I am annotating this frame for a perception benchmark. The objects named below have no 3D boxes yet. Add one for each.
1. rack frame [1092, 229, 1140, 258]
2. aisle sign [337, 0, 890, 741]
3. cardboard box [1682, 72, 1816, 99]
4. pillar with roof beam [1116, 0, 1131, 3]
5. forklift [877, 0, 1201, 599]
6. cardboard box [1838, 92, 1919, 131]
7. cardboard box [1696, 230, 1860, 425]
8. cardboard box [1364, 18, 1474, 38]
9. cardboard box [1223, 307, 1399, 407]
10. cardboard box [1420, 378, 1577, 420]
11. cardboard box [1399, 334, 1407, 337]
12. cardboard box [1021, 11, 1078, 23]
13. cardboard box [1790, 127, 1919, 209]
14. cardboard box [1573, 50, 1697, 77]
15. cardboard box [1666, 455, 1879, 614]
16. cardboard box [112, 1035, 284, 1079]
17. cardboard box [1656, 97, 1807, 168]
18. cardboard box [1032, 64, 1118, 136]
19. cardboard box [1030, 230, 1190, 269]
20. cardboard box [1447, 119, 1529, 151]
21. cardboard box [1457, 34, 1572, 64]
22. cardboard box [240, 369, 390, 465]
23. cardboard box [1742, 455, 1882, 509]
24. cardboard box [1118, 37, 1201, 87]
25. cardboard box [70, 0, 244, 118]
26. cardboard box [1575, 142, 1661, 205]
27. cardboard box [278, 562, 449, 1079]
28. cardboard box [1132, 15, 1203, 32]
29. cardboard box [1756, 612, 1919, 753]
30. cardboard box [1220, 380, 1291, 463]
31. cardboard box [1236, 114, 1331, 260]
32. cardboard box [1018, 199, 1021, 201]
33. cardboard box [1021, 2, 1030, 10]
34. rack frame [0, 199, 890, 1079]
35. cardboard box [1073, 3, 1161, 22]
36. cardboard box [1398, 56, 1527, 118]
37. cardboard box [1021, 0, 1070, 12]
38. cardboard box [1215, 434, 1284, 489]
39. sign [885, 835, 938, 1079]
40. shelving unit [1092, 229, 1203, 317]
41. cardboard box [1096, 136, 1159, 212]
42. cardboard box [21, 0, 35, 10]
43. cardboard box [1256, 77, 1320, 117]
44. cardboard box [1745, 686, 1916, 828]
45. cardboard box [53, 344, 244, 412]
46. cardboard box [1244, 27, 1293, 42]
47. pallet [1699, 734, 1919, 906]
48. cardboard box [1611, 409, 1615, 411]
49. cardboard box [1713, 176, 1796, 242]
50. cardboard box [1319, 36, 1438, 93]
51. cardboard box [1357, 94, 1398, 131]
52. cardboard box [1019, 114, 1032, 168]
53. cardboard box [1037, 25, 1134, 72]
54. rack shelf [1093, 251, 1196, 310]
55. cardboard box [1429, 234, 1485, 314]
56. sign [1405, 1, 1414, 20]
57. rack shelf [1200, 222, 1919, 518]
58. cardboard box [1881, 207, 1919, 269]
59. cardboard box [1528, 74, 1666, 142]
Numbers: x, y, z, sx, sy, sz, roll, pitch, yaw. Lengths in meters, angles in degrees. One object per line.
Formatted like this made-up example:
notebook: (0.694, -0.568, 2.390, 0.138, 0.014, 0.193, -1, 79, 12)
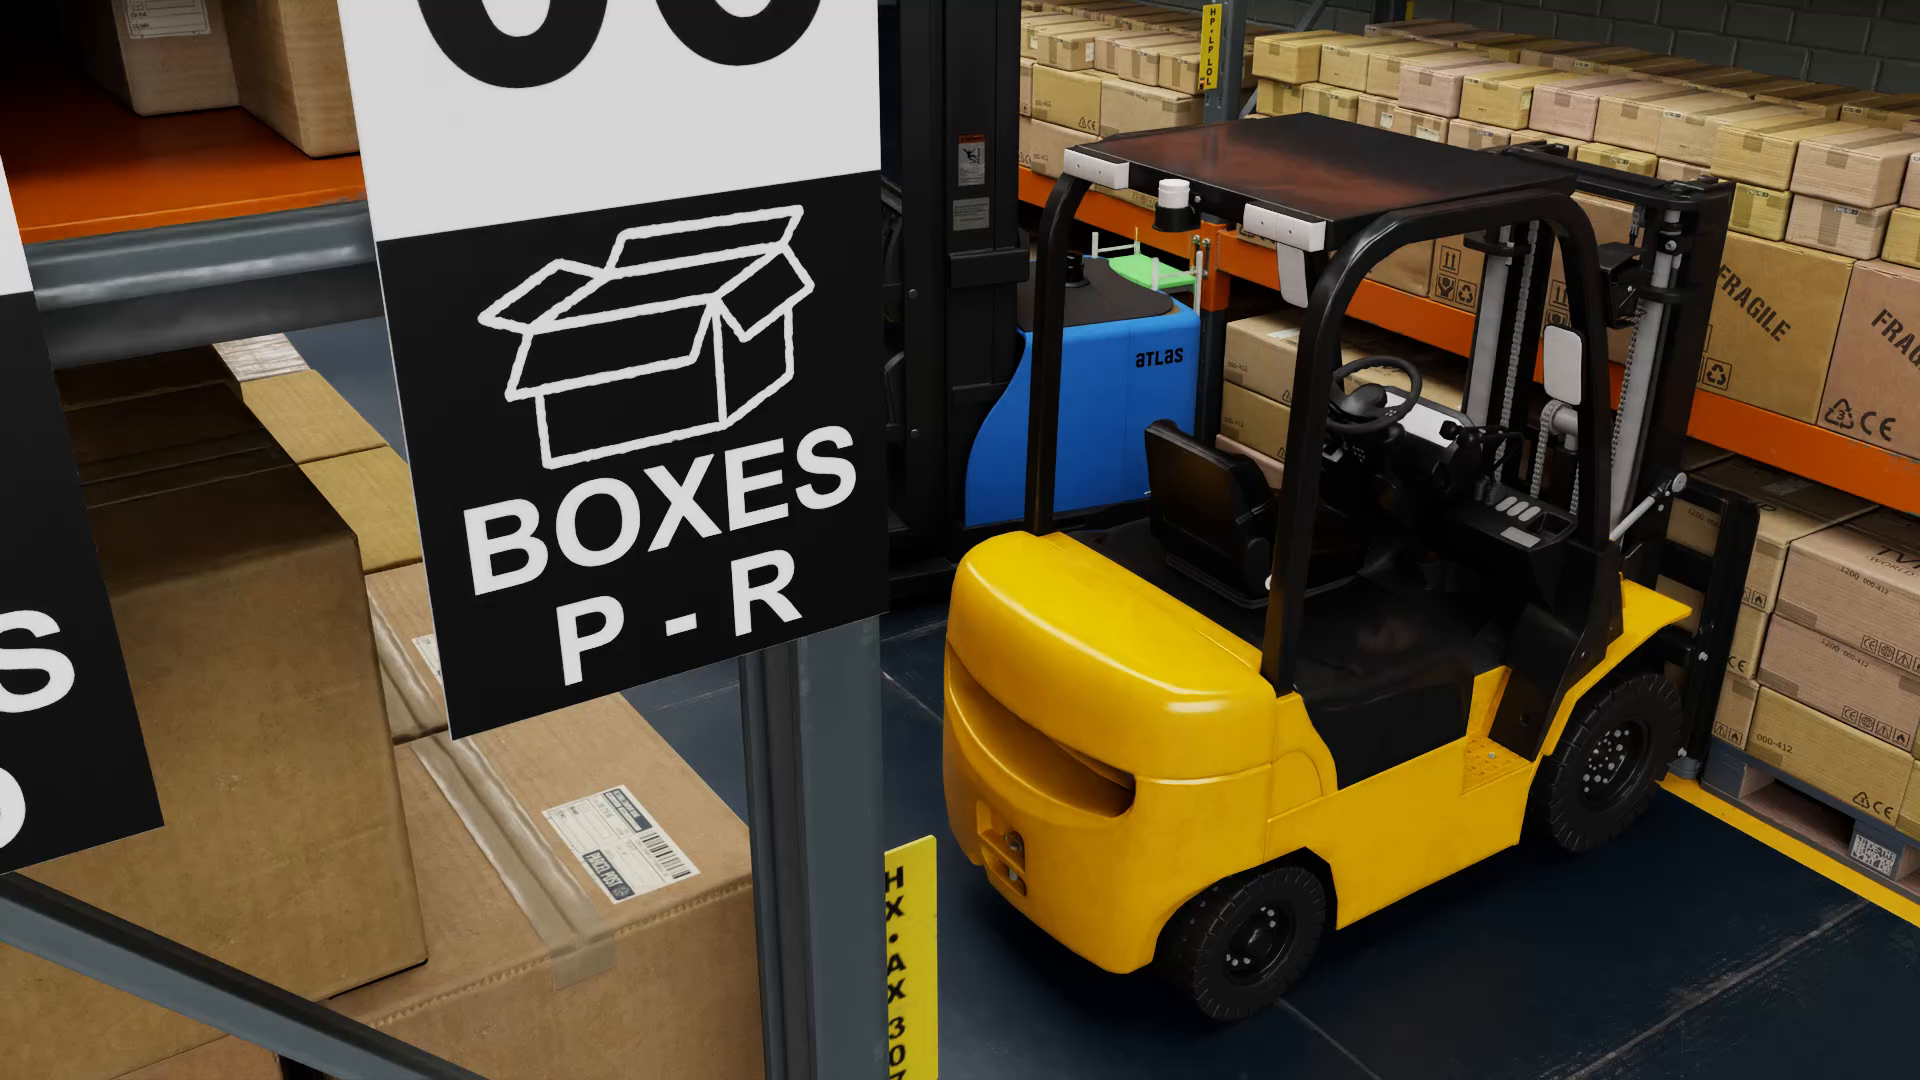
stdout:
rack frame: (0.697, -0.823, 7.585, 0.240, 1.200, 0.015, -12, 27, -24)
aisle sign: (-0.228, -0.247, 1.215, 0.394, 0.787, 0.004, -16, 29, -30)
cardboard box: (2.663, -1.476, 5.638, 0.380, 0.149, 0.250, -15, 29, -28)
pillar with roof beam: (-2.873, -4.494, 6.229, 9.100, 9.000, 0.400, -16, 29, -30)
forklift: (-0.584, -1.230, 6.422, 3.031, 2.935, 1.130, -9, 27, -19)
cardboard box: (3.012, -1.312, 5.291, 0.380, 0.149, 0.250, -16, 30, -31)
cardboard box: (2.591, -0.711, 5.124, 0.500, 0.500, 0.500, -16, 30, -31)
cardboard box: (1.879, -2.040, 6.831, 0.380, 0.149, 0.250, -15, 29, -29)
cardboard box: (1.452, -0.763, 6.910, 0.500, 0.250, 0.500, -16, 30, -30)
cardboard box: (2.004, -0.402, 6.146, 0.500, 0.250, 0.500, -14, 29, -28)
cardboard box: (1.882, -0.878, 7.154, 0.500, 0.250, 0.500, -15, 29, -29)
cardboard box: (0.356, -2.469, 8.090, 0.380, 0.149, 0.250, -15, 29, -29)
cardboard box: (2.628, -1.074, 4.785, 0.380, 0.149, 0.250, -15, 29, -28)
cardboard box: (2.450, -1.676, 6.062, 0.380, 0.149, 0.250, -16, 30, -30)
cardboard box: (2.555, -0.030, 5.357, 0.500, 0.250, 0.500, -15, 29, -29)
cardboard box: (-1.049, 0.669, 1.854, 0.500, 0.500, 0.500, -16, 30, -30)
cardboard box: (2.420, -1.279, 5.220, 0.380, 0.149, 0.250, -15, 29, -29)
cardboard box: (0.682, -2.067, 7.705, 0.500, 0.250, 0.500, -16, 30, -31)
cardboard box: (0.740, -1.190, 8.546, 0.875, 0.625, 0.625, -16, 30, -30)
cardboard box: (1.928, -1.395, 5.814, 0.380, 0.149, 0.250, -16, 30, -30)
cardboard box: (2.137, -1.849, 6.427, 0.380, 0.149, 0.250, -16, 30, -30)
cardboard box: (-1.397, 0.018, 3.232, 0.500, 0.500, 0.500, -16, 30, -31)
cardboard box: (2.991, -0.153, 5.619, 0.500, 0.250, 0.500, -16, 30, -30)
cardboard box: (0.923, -2.107, 7.323, 0.380, 0.149, 0.250, -16, 30, -30)
cardboard box: (-0.649, -0.532, 1.643, 0.380, 0.149, 0.250, -17, 30, -31)
cardboard box: (2.232, -1.216, 5.435, 0.380, 0.149, 0.250, -16, 30, -31)
cardboard box: (-0.834, 0.380, 2.465, 0.500, 0.500, 0.500, -15, 29, -28)
cardboard box: (1.044, -2.409, 7.962, 0.380, 0.149, 0.250, -16, 30, -30)
cardboard box: (2.842, 0.365, 5.107, 0.500, 0.250, 0.500, -16, 30, -30)
cardboard box: (1.457, -0.538, 7.019, 0.500, 0.250, 0.500, -16, 29, -30)
cardboard box: (1.475, -1.436, 6.661, 0.500, 0.500, 0.500, -16, 30, -31)
cardboard box: (-0.040, -1.699, 9.625, 0.875, 0.625, 0.625, -14, 29, -28)
cardboard box: (0.131, -2.667, 8.509, 0.380, 0.149, 0.250, -16, 29, -30)
rack frame: (-0.519, 0.978, 1.665, 0.949, 2.616, 0.053, -16, 29, -30)
cardboard box: (0.787, -2.593, 8.352, 0.380, 0.149, 0.250, -16, 30, -30)
cardboard box: (1.796, -1.623, 5.948, 0.380, 0.149, 0.250, -15, 29, -28)
cardboard box: (0.469, -2.766, 8.718, 0.380, 0.149, 0.250, -15, 29, -28)
cardboard box: (1.438, -0.307, 7.115, 0.500, 0.250, 0.500, -15, 29, -29)
sign: (-0.068, 0.461, 1.747, 0.100, 0.325, 0.005, -16, 29, -30)
shelving unit: (0.806, -0.733, 7.386, 0.258, 1.200, 0.503, -12, 27, -24)
cardboard box: (0.957, -1.662, 7.432, 0.500, 0.250, 0.500, -15, 29, -28)
cardboard box: (-1.069, -0.811, 2.235, 0.380, 0.149, 0.250, -17, 30, -31)
cardboard box: (1.405, -1.774, 6.616, 0.380, 0.149, 0.250, -16, 30, -30)
cardboard box: (2.850, 0.599, 5.196, 0.500, 0.250, 0.500, -16, 29, -30)
cardboard box: (-1.254, 0.032, 2.032, 0.700, 0.500, 0.500, -15, 29, -29)
cardboard box: (1.337, -2.233, 7.589, 0.380, 0.149, 0.250, -17, 30, -31)
pallet: (3.182, 0.818, 5.271, 1.003, 0.211, 1.213, -16, 29, -30)
cardboard box: (2.436, -0.516, 6.388, 0.500, 0.250, 0.500, -15, 29, -29)
cardboard box: (2.490, -1.030, 5.041, 0.380, 0.149, 0.250, -15, 29, -29)
cardboard box: (1.610, -1.832, 6.391, 0.380, 0.149, 0.250, -15, 29, -29)
cardboard box: (1.713, -1.595, 6.237, 0.380, 0.149, 0.250, -16, 29, -30)
cardboard box: (0.432, -2.025, 8.202, 0.500, 0.250, 0.500, -15, 29, -29)
cardboard box: (0.578, -2.270, 7.669, 0.380, 0.149, 0.250, -17, 30, -31)
rack shelf: (0.802, -1.112, 7.213, 0.258, 0.148, 0.480, -12, 27, -24)
cardboard box: (2.050, -1.073, 5.891, 0.500, 0.500, 0.500, -16, 30, -30)
sign: (1.915, -2.167, 7.221, 0.100, 0.325, 0.005, -16, 29, -30)
rack shelf: (2.543, -0.570, 5.786, 1.077, 0.370, 4.000, -16, 29, -30)
cardboard box: (2.830, -0.860, 4.680, 0.380, 0.149, 0.250, -16, 30, -30)
cardboard box: (2.146, -1.458, 5.599, 0.380, 0.149, 0.250, -16, 29, -30)
